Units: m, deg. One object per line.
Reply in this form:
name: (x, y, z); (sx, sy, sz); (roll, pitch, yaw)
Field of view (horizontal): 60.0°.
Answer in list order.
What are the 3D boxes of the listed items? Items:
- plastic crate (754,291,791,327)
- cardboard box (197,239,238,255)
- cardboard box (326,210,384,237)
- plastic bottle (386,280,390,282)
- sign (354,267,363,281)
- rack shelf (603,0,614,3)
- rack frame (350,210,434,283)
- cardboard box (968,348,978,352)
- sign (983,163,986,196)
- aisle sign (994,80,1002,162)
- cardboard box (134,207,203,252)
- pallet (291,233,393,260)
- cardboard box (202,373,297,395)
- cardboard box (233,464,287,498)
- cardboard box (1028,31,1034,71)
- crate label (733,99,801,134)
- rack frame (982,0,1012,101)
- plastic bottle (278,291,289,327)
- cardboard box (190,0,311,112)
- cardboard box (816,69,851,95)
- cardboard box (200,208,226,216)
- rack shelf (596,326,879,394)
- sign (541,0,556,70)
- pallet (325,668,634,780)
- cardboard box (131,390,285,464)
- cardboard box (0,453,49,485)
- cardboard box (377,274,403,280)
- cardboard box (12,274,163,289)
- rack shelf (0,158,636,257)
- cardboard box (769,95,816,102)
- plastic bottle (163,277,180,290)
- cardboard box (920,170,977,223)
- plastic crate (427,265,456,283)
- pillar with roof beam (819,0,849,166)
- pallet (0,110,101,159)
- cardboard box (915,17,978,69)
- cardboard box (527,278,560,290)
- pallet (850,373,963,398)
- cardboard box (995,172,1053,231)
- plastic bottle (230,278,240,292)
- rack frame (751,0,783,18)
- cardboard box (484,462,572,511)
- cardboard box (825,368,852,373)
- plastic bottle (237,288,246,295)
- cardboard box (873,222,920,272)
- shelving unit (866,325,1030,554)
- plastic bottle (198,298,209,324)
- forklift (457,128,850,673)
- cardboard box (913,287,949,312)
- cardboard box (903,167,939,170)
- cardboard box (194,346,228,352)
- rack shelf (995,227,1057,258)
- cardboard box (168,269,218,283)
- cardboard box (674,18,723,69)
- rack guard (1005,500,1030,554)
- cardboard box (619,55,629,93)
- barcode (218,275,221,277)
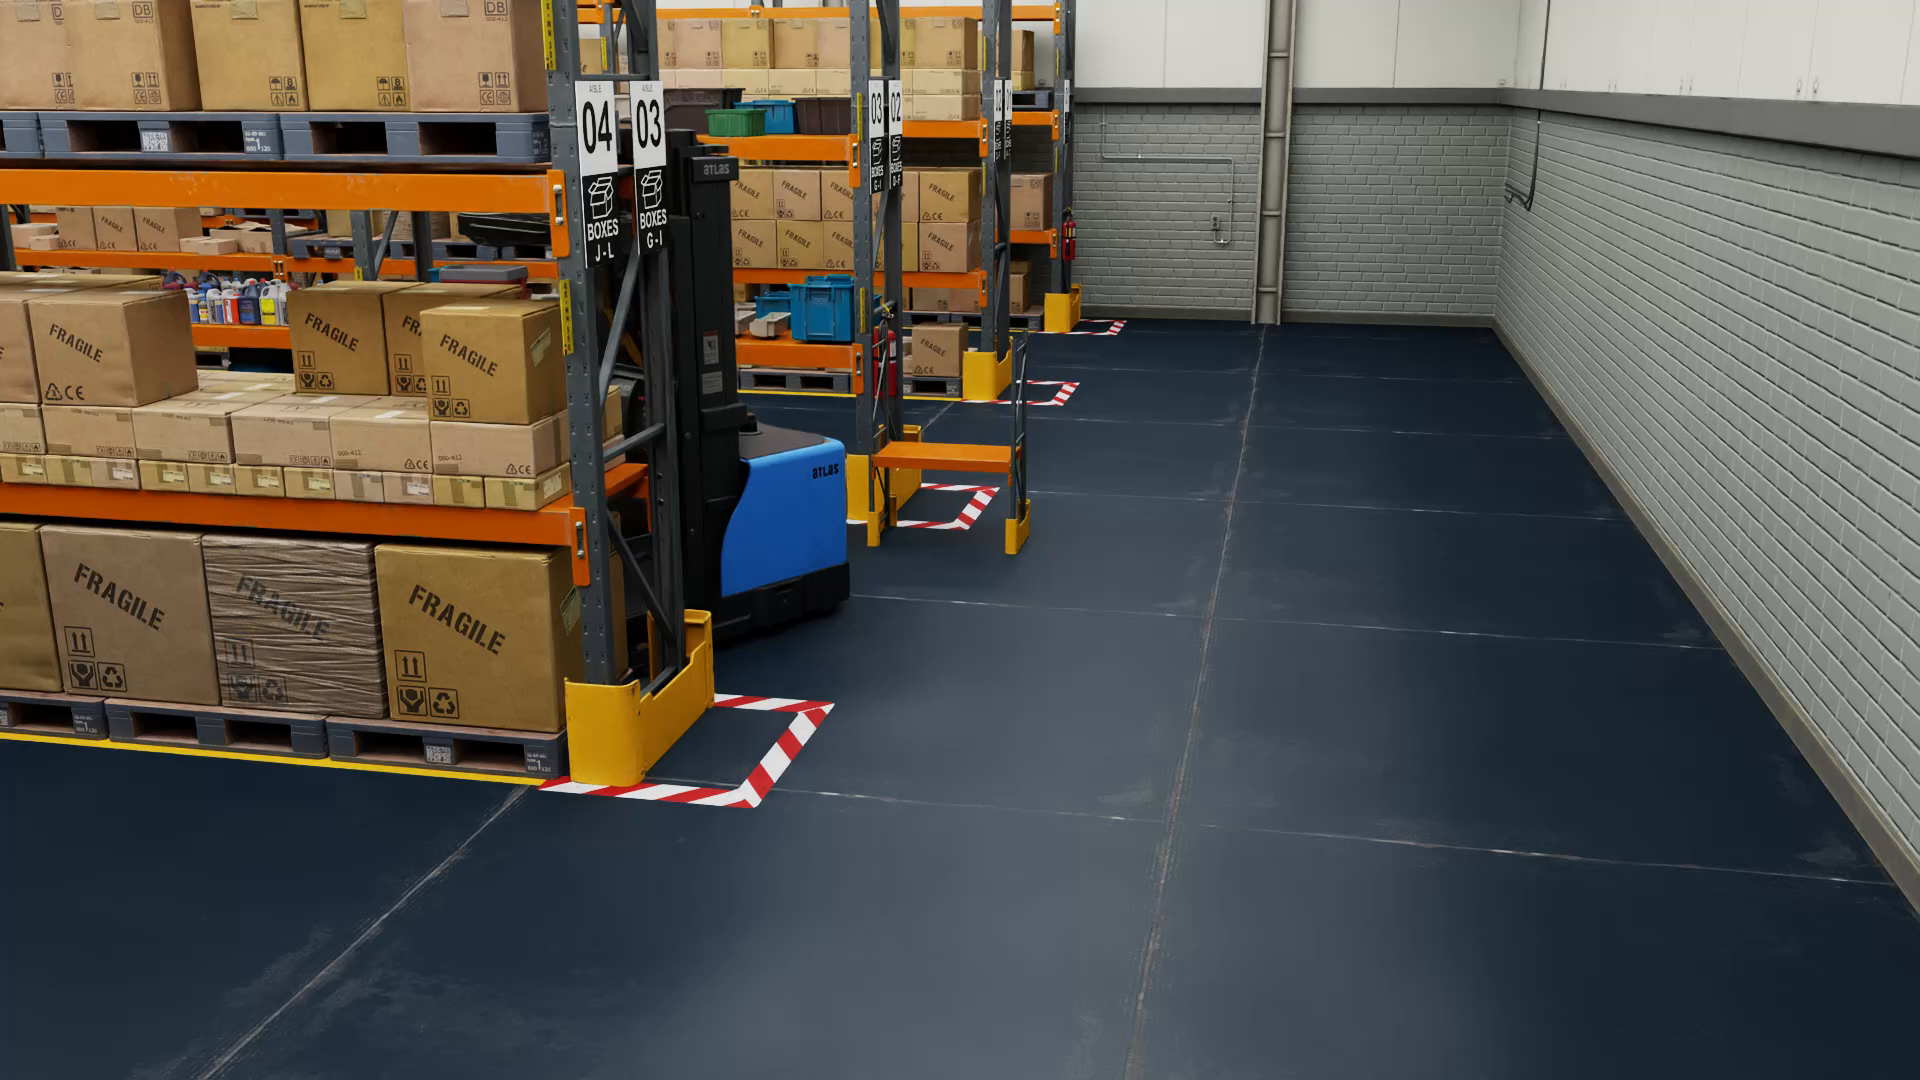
plastic crate: (-1.435, -1.824, 13.158); (0.300, 0.233, 0.416); (3, 16, 11)
cardboard box: (-8.399, -3.317, 18.818); (0.250, 0.149, 0.380); (3, 16, 11)
cardboard box: (-6.823, -3.709, 18.789); (0.500, 0.500, 0.700); (-2, 16, -8)
plastic bottle: (-4.808, -2.029, 13.916); (0.133, 0.283, 0.061); (3, 16, 11)
sign: (-4.645, -1.944, 12.871); (0.005, 0.325, 0.100); (3, 16, 11)
rack shelf: (-1.583, -5.686, 17.016); (4.000, 0.370, 1.077); (3, 16, 11)
rack frame: (-4.534, -1.954, 13.427); (0.127, 3.000, 1.000); (3, 16, 11)
cardboard box: (0.035, -1.987, 18.063); (0.250, 0.149, 0.380); (3, 16, 11)
sign: (0.247, -3.603, 16.619); (0.005, 0.325, 0.100); (3, 16, 11)
aisle sign: (0.383, -4.206, 16.687); (0.004, 0.787, 0.394); (3, 16, 11)
cardboard box: (-9.110, -3.596, 19.166); (0.500, 0.500, 0.500); (2, 16, 8)
pallet: (-6.784, -3.352, 18.835); (1.003, 0.211, 1.213); (3, 16, 11)
cardboard box: (-3.532, -0.693, 8.598); (0.500, 0.250, 0.500); (3, 16, 10)
cardboard box: (-3.271, -0.325, 8.017); (0.250, 0.149, 0.380); (3, 16, 11)
cardboard box: (0.693, -6.420, 21.834); (0.500, 0.500, 0.500); (2, 16, 9)
crate label: (-1.454, -3.249, 12.761); (0.502, 0.251, 0.408); (3, 16, 11)
rack frame: (0.377, -5.928, 16.536); (0.127, 3.000, 1.000); (3, 16, 11)
plastic bottle: (-5.342, -1.850, 13.285); (0.135, 0.276, 0.152); (3, 16, 11)
cardboard box: (-3.165, -2.280, 7.823); (0.500, 0.500, 0.700); (2, 16, 7)
cardboard box: (-1.157, -4.666, 16.943); (0.500, 0.250, 0.500); (3, 16, 11)
cardboard box: (-10.923, -4.855, 24.142); (0.500, 0.250, 0.500); (3, 16, 11)
rack shelf: (-2.574, -1.501, 13.139); (4.000, 0.370, 1.077); (3, 16, 11)
sign: (-1.723, -2.139, 6.964); (0.005, 0.325, 0.100); (3, 16, 11)
pallet: (-2.400, 0.876, 8.434); (1.213, 0.211, 1.003); (3, 16, 11)
cardboard box: (-3.636, -0.554, 8.096); (0.500, 0.250, 0.500); (3, 16, 11)
cardboard box: (-4.523, -0.393, 8.263); (0.250, 0.149, 0.380); (3, 16, 10)
cardboard box: (-8.169, -3.867, 24.193); (0.500, 0.500, 0.700); (3, 16, 11)
cardboard box: (-4.527, -1.109, 8.694); (0.500, 0.500, 0.500); (3, 16, 12)
rack shelf: (-3.561, -1.651, 8.062); (4.000, 0.370, 1.077); (3, 16, 11)
cardboard box: (-1.646, -4.452, 17.107); (0.500, 0.250, 0.500); (3, 16, 11)
plastic bottle: (-6.700, -2.092, 14.145); (0.133, 0.283, 0.061); (3, 16, 11)
cardboard box: (-0.114, -3.519, 17.015); (0.500, 0.500, 0.500); (3, 16, 11)
plastic crate: (-4.008, -2.040, 13.654); (0.575, 0.384, 0.392); (3, 16, 11)
pillar with roof beam: (-2.559, -6.500, 18.600); (0.400, 9.000, 9.100); (3, 16, 11)
pallet: (-4.721, -2.015, 8.194); (1.213, 0.211, 1.003); (3, 16, 11)
cardboard box: (-0.130, -5.036, 16.872); (0.500, 0.500, 0.700); (3, 16, 11)
cardboard box: (-5.785, -3.851, 23.517); (0.750, 0.750, 0.750); (3, 16, 10)
pallet: (-0.479, -1.739, 17.876); (1.213, 0.211, 1.003); (3, 16, 11)
cardboard box: (0.859, -4.502, 22.064); (0.700, 0.700, 0.980); (4, 16, 14)
plastic bottle: (-6.154, -2.091, 14.164); (0.097, 0.271, 0.097); (0, 15, 0)
rack frame: (-2.559, -7.437, 21.983); (0.127, 3.000, 1.000); (3, 16, 11)
cardboard box: (-2.015, -0.257, 7.773); (0.250, 0.149, 0.380); (3, 16, 12)
cardboard box: (-1.130, -1.947, 17.727); (0.500, 0.250, 0.500); (3, 16, 11)
plastic bottle: (-5.830, -1.908, 13.503); (0.097, 0.271, 0.097); (0, 15, 0)
cardboard box: (-0.625, -3.064, 17.248); (0.500, 0.500, 0.500); (3, 16, 12)
shelving unit: (-0.075, -0.727, 11.806); (1.083, 1.500, 0.587); (3, 16, 11)
plastic bottle: (-6.087, -1.847, 13.414); (0.097, 0.201, 0.097); (0, 15, 0)
forklift: (-2.058, -0.785, 9.335); (1.130, 2.935, 3.031); (14, 21, 41)
cardboard box: (-0.329, -3.395, 22.525); (0.500, 0.500, 0.700); (3, 16, 9)
cardboard box: (-0.519, -3.685, 17.617); (0.500, 0.500, 0.500); (3, 16, 12)
cardboard box: (-8.533, -2.330, 19.150); (0.500, 0.250, 0.500); (3, 16, 10)
rack shelf: (-0.599, -4.093, 22.495); (4.000, 0.370, 1.077); (3, 16, 11)
cardboard box: (-11.424, -4.023, 24.756); (0.500, 0.500, 0.500); (2, 16, 7)
cardboard box: (-2.597, -5.146, 17.270); (0.500, 0.500, 0.700); (3, 16, 11)
rack guard: (0.413, -0.098, 11.878); (0.087, 0.250, 0.587); (3, 16, 11)
cardboard box: (-4.436, -6.383, 22.786); (0.500, 0.500, 0.700); (3, 16, 11)
barcode: (-11.172, -3.967, 25.079); (0.075, 0.075, 0.001); (3, 16, 11)
